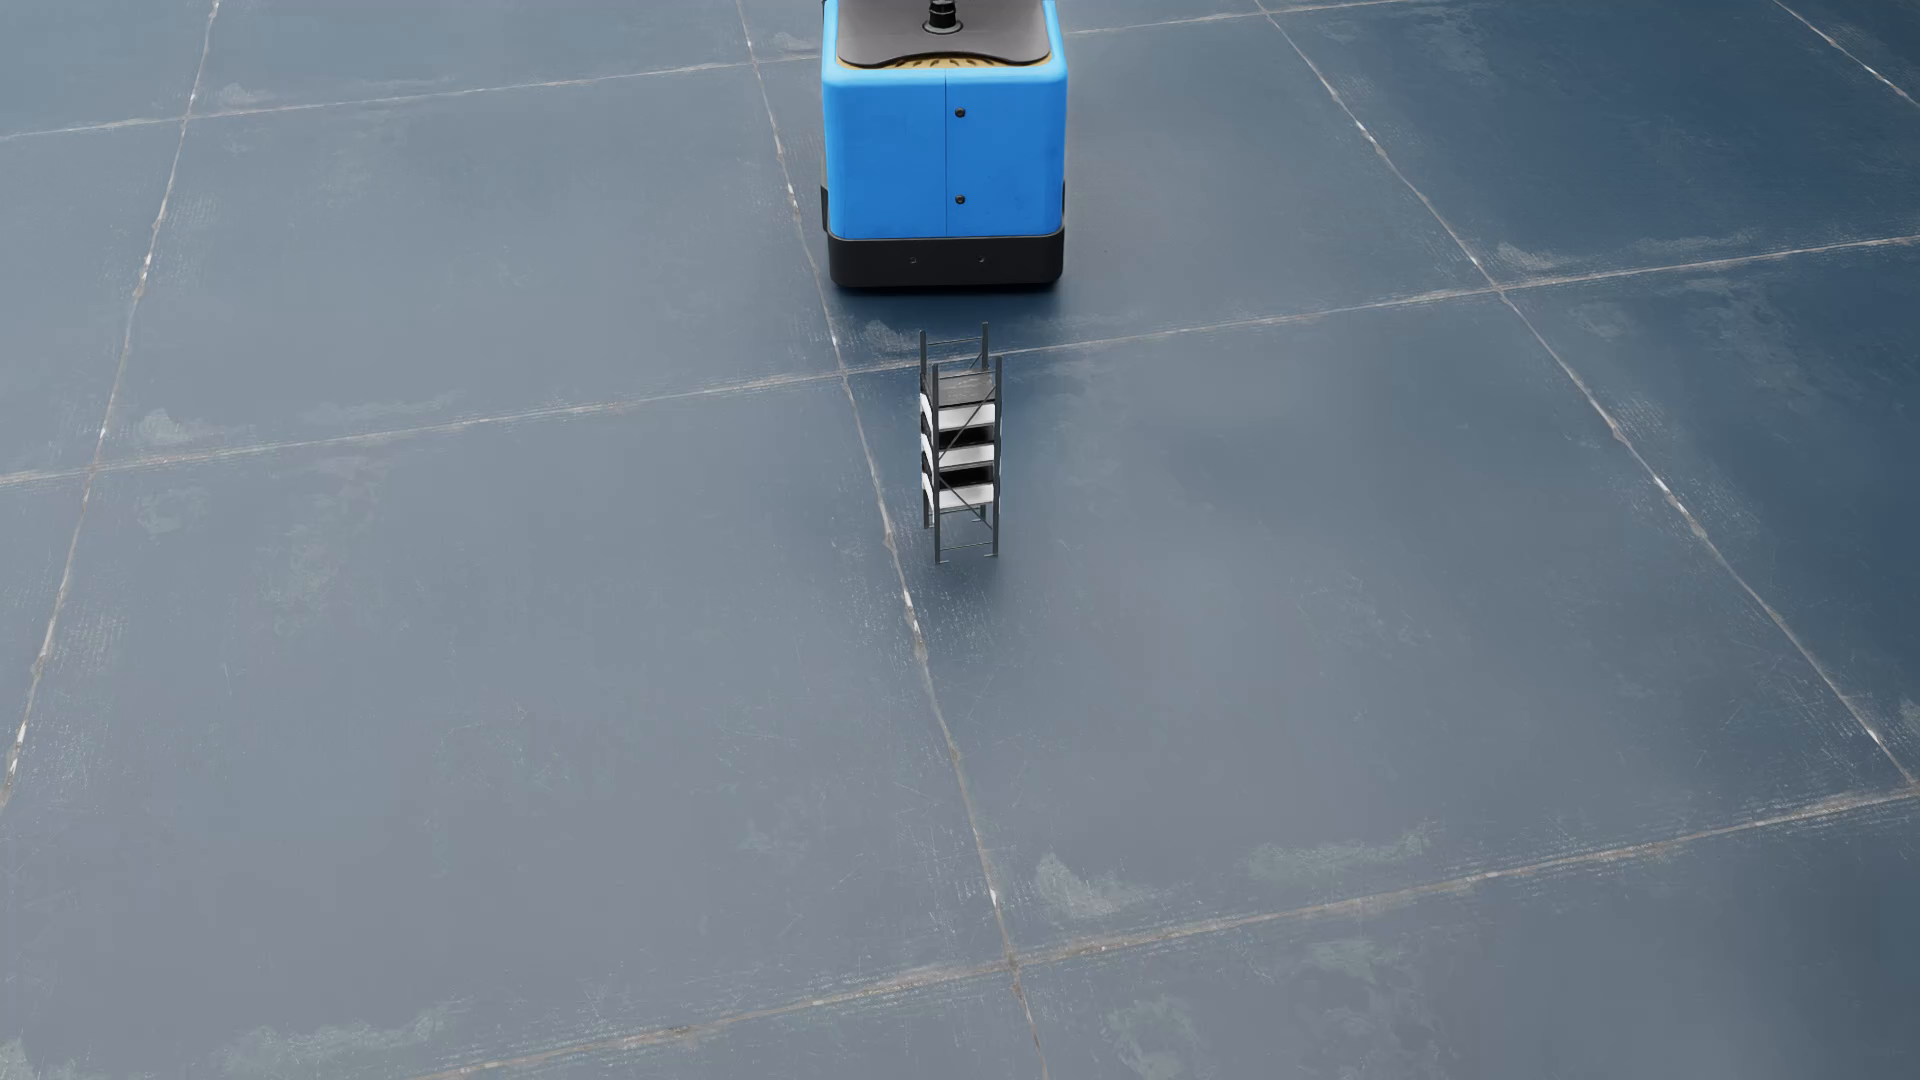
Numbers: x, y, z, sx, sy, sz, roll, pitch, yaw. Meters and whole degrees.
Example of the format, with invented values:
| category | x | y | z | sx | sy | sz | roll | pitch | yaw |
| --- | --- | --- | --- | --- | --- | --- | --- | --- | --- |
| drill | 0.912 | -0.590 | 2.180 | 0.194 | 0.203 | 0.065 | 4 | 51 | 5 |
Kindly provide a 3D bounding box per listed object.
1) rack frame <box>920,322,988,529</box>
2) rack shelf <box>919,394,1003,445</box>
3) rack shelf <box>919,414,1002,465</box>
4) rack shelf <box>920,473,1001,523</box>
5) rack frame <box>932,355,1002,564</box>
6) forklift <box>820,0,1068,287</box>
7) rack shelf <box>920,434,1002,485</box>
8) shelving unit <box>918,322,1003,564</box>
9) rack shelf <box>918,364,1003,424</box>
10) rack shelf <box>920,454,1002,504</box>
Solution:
| category | x | y | z | sx | sy | sz | roll | pitch | yaw |
| --- | --- | --- | --- | --- | --- | --- | --- | --- | --- |
| rack frame | -0.020 | -0.397 | 6.020 | 0.240 | 0.900 | 0.006 | -8 | 42 | -9 |
| rack shelf | 0.002 | -0.441 | 5.848 | 0.258 | 0.077 | 0.200 | -8 | 42 | -9 |
| rack shelf | 0.002 | -0.374 | 5.908 | 0.258 | 0.077 | 0.200 | -8 | 42 | -9 |
| rack shelf | 0.002 | -0.172 | 6.087 | 0.258 | 0.077 | 0.200 | -8 | 42 | -9 |
| rack frame | 0.024 | -0.265 | 5.871 | 0.240 | 0.900 | 0.006 | -8 | 42 | -9 |
| forklift | -0.119 | -3.184 | 7.629 | 1.130 | 2.935 | 3.031 | -2 | 42 | -2 |
| rack shelf | 0.002 | -0.306 | 5.967 | 0.258 | 0.077 | 0.200 | -8 | 42 | -9 |
| shelving unit | 0.002 | -0.331 | 5.945 | 0.258 | 0.900 | 0.210 | -8 | 42 | -9 |
| rack shelf | 0.002 | -0.508 | 5.788 | 0.258 | 0.077 | 0.200 | -8 | 42 | -9 |
| rack shelf | 0.002 | -0.239 | 6.027 | 0.258 | 0.077 | 0.200 | -8 | 42 | -9 |
